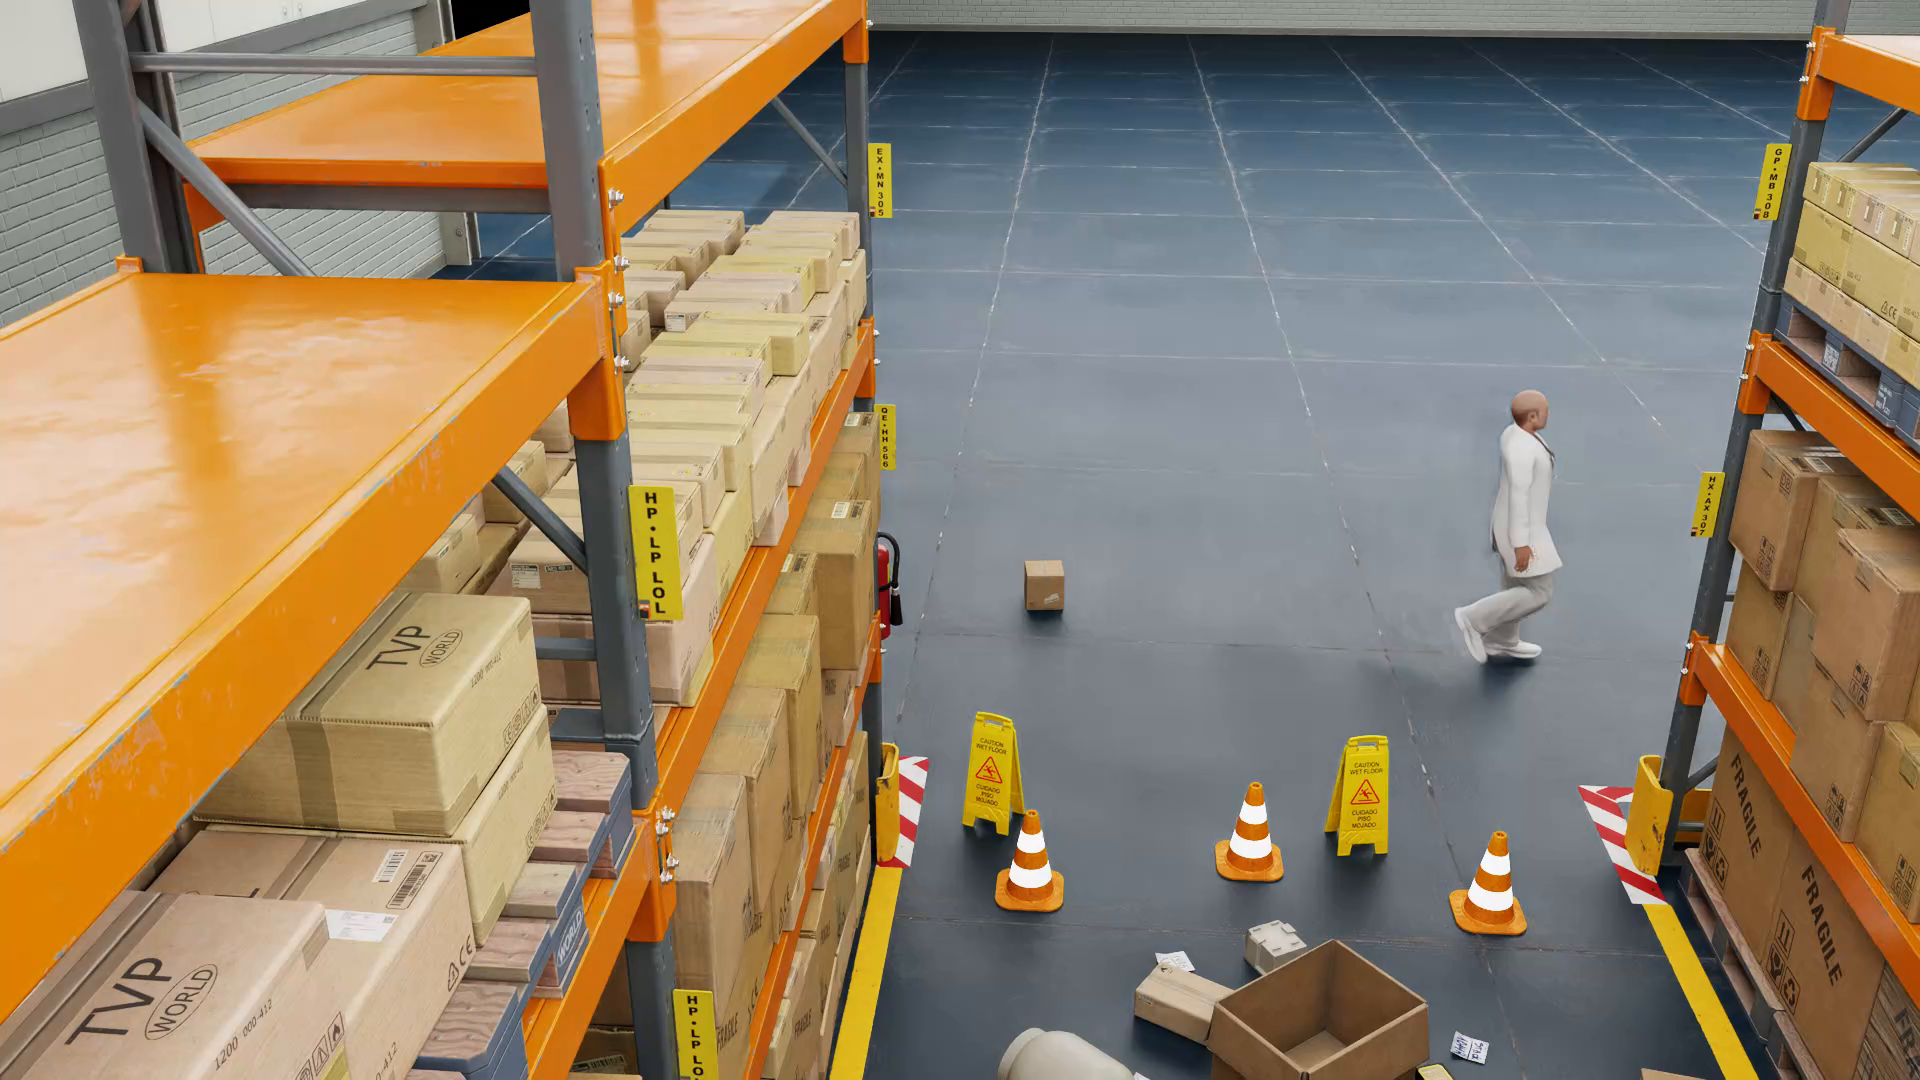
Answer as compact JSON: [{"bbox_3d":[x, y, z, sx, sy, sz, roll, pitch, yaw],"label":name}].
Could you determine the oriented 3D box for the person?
[{"bbox_3d":[3.368,-0.062,10.117,0.578,1.772,0.595,4,25,9],"label":"person"}]
